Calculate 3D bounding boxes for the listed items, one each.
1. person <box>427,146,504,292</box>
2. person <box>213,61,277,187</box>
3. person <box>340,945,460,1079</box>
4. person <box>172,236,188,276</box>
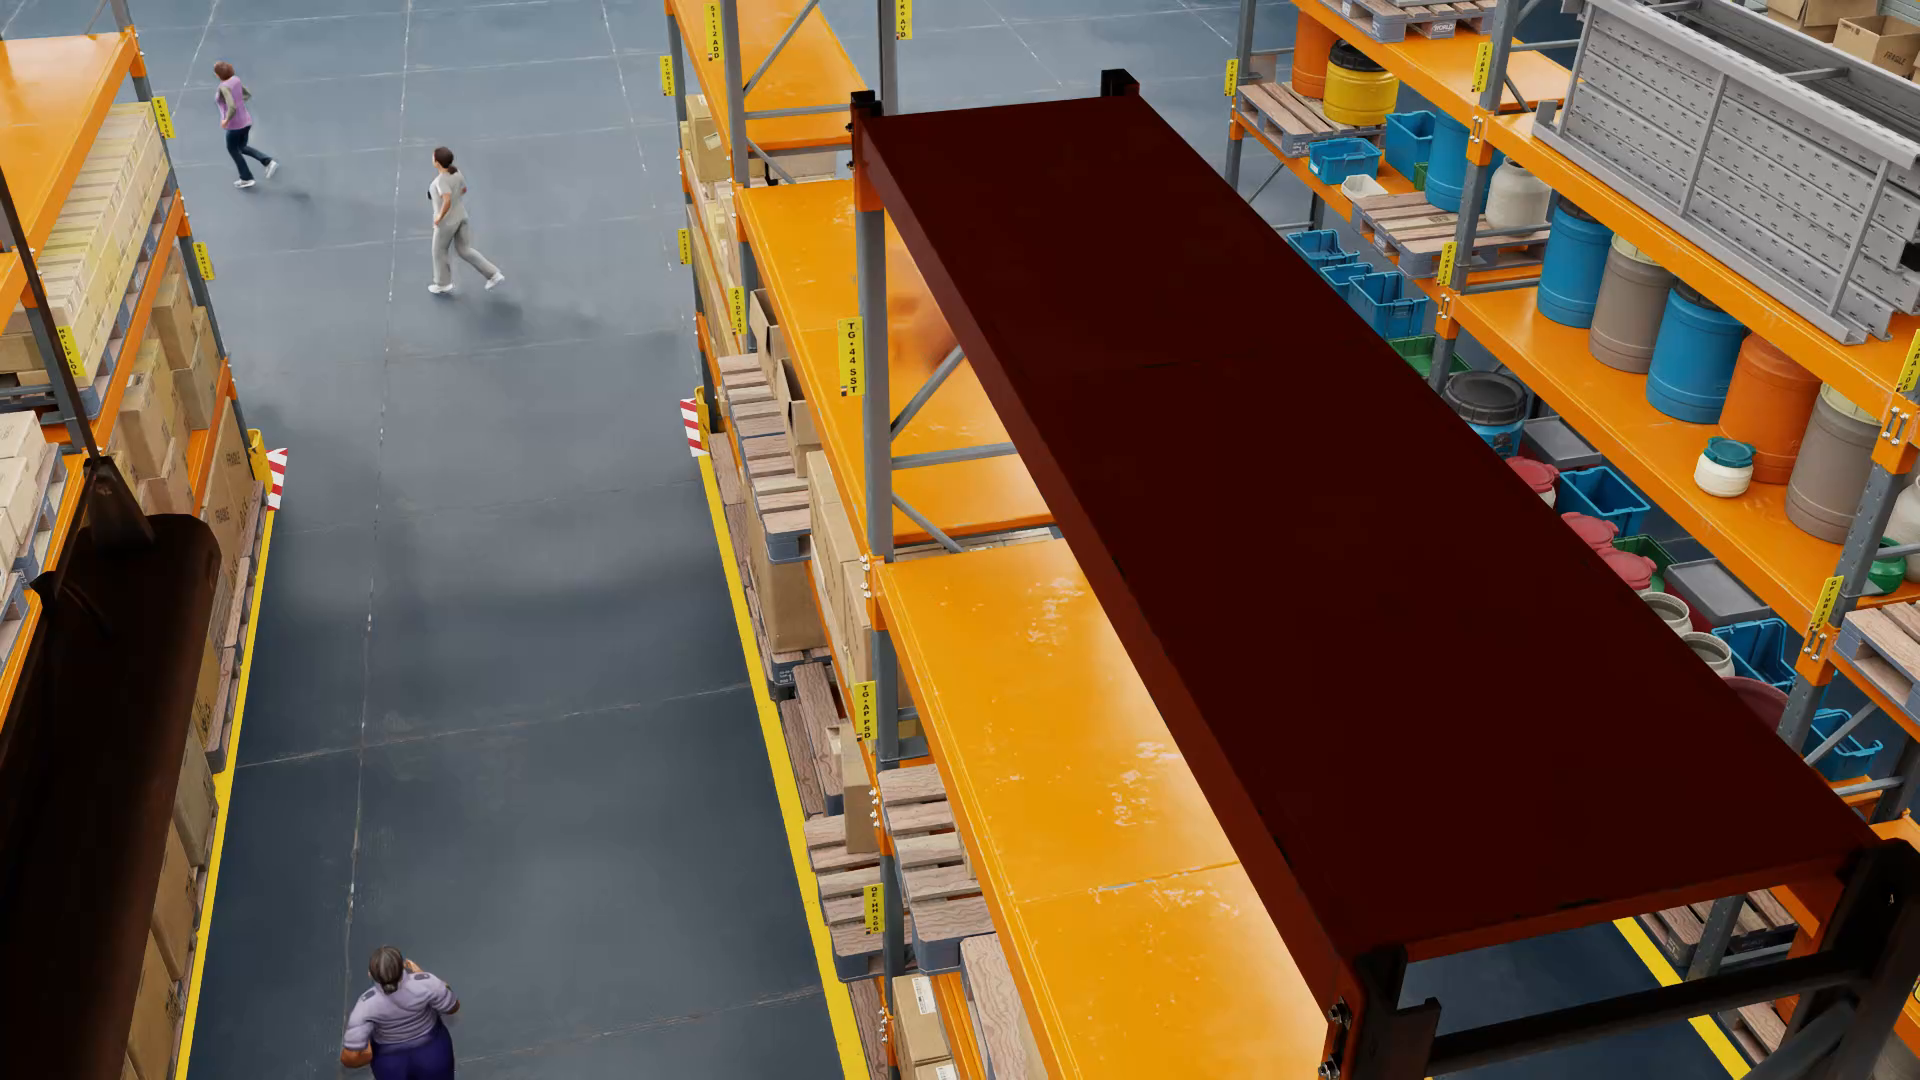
[{"bbox_3d":[-5.316,-3.323,17.469,0.963,1.673,0.581,13,37,18],"label":"person"},{"bbox_3d":[-8.624,-4.988,20.005,0.654,1.585,0.534,6,35,8],"label":"person"},{"bbox_3d":[-2.855,2.692,8.665,0.585,1.598,0.708,-11,36,-15],"label":"person"},{"bbox_3d":[-7.741,-2.419,16.034,0.799,1.847,0.651,18,38,25],"label":"person"}]
